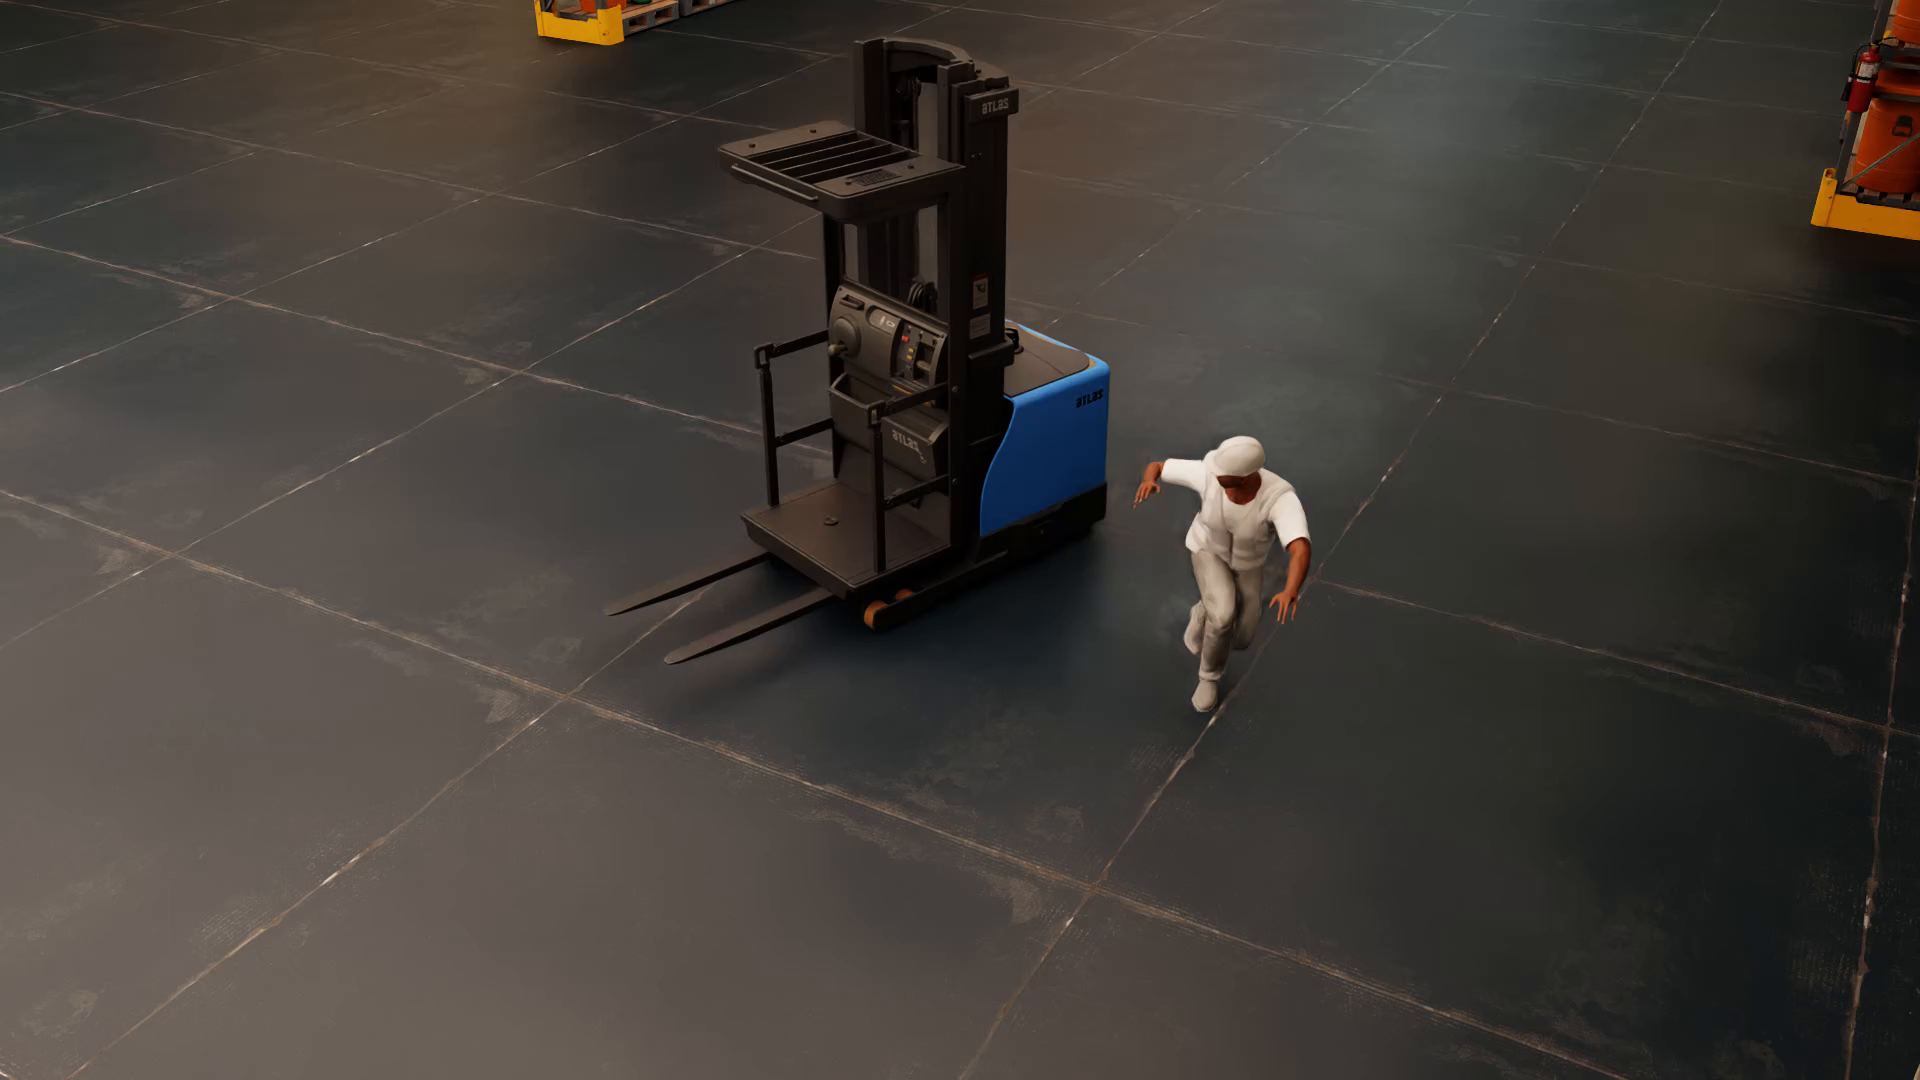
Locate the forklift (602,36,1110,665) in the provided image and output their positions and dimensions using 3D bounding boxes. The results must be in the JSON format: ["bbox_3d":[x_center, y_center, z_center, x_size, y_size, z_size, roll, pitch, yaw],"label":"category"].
[{"bbox_3d":[-0.557,-1.064,8.914,3.031,2.935,1.130,-23,37,-35],"label":"forklift"}]

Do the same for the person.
[{"bbox_3d":[1.268,0.175,8.230,0.850,1.480,1.103,1,30,1],"label":"person"}]
